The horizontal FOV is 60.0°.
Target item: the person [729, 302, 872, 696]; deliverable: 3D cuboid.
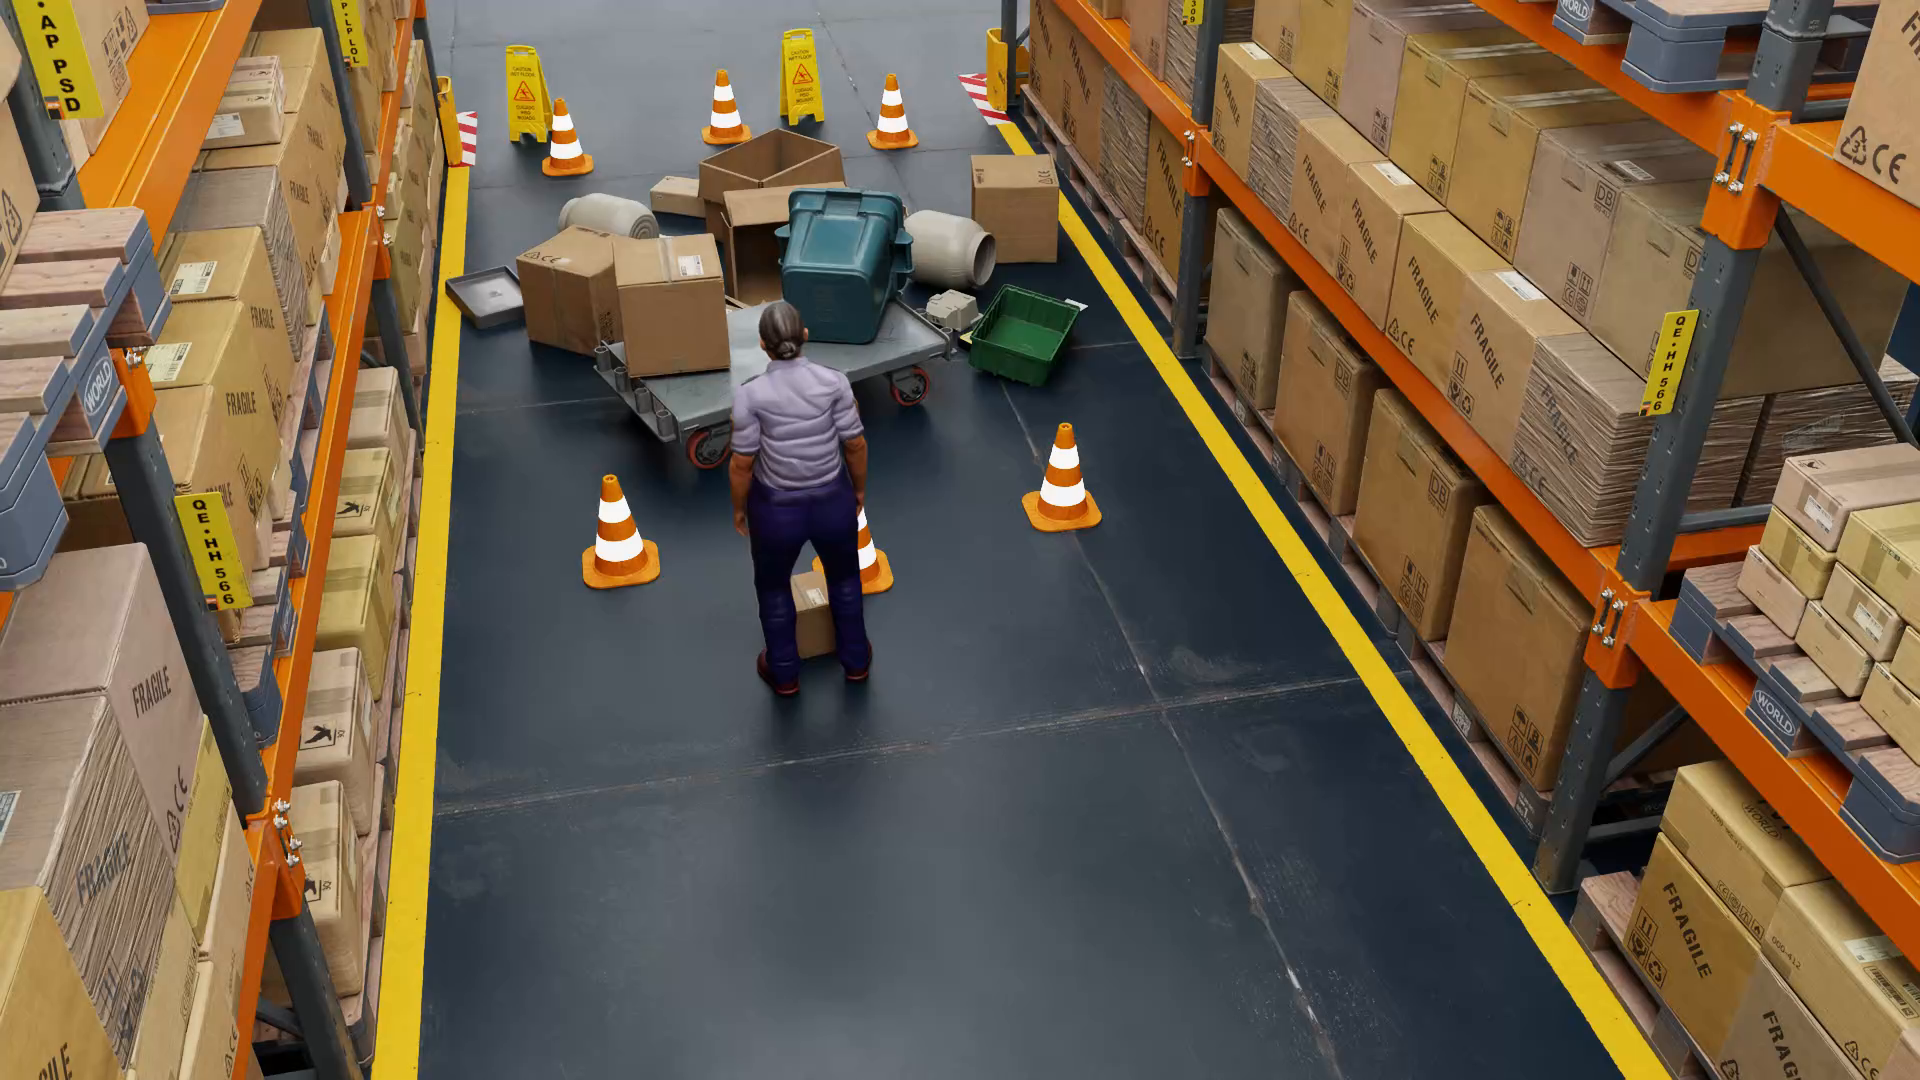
[{"bbox_3d":[-0.600,-0.128,6.336,0.538,1.652,0.371,-9,36,-13],"label":"person"}]
